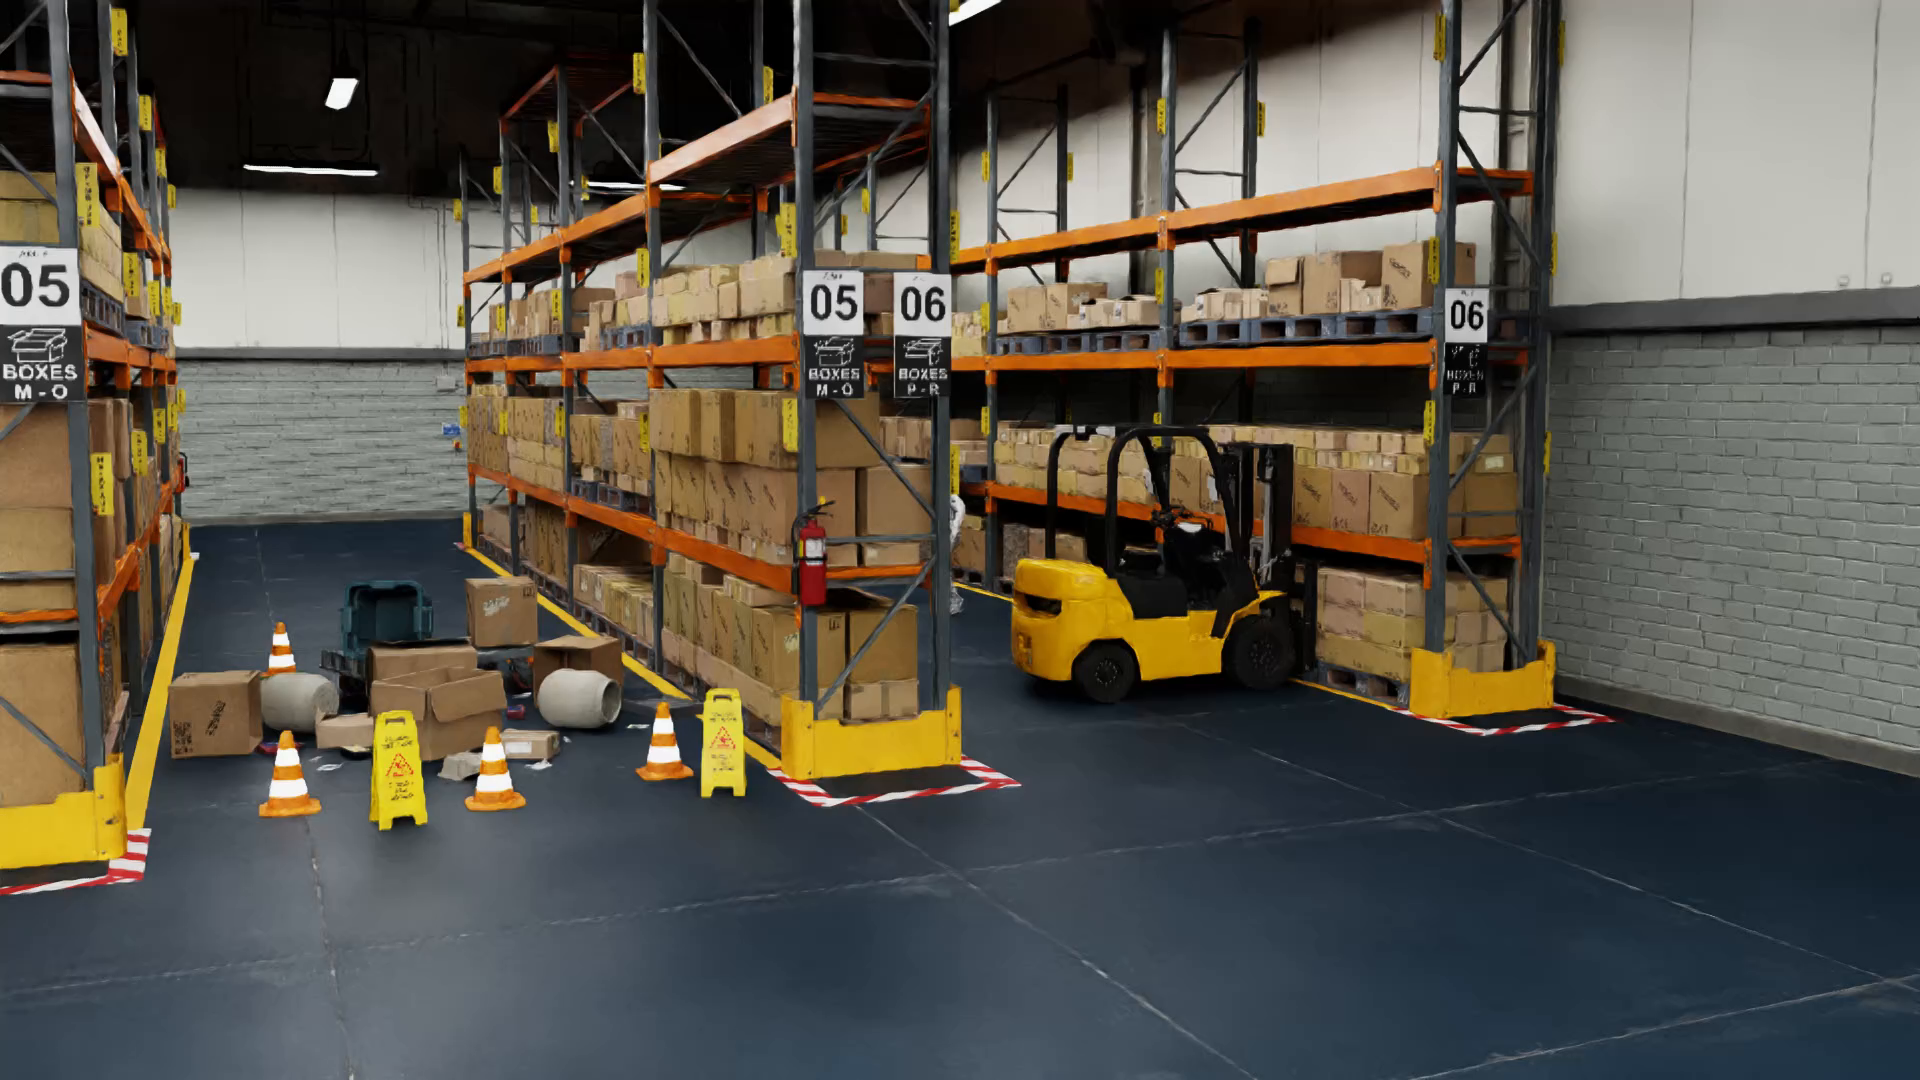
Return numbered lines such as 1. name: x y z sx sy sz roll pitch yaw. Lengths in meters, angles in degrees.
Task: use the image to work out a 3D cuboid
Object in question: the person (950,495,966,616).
1. person: -0.209 0.005 18.061 0.525 1.557 0.859 -2 6 -19
